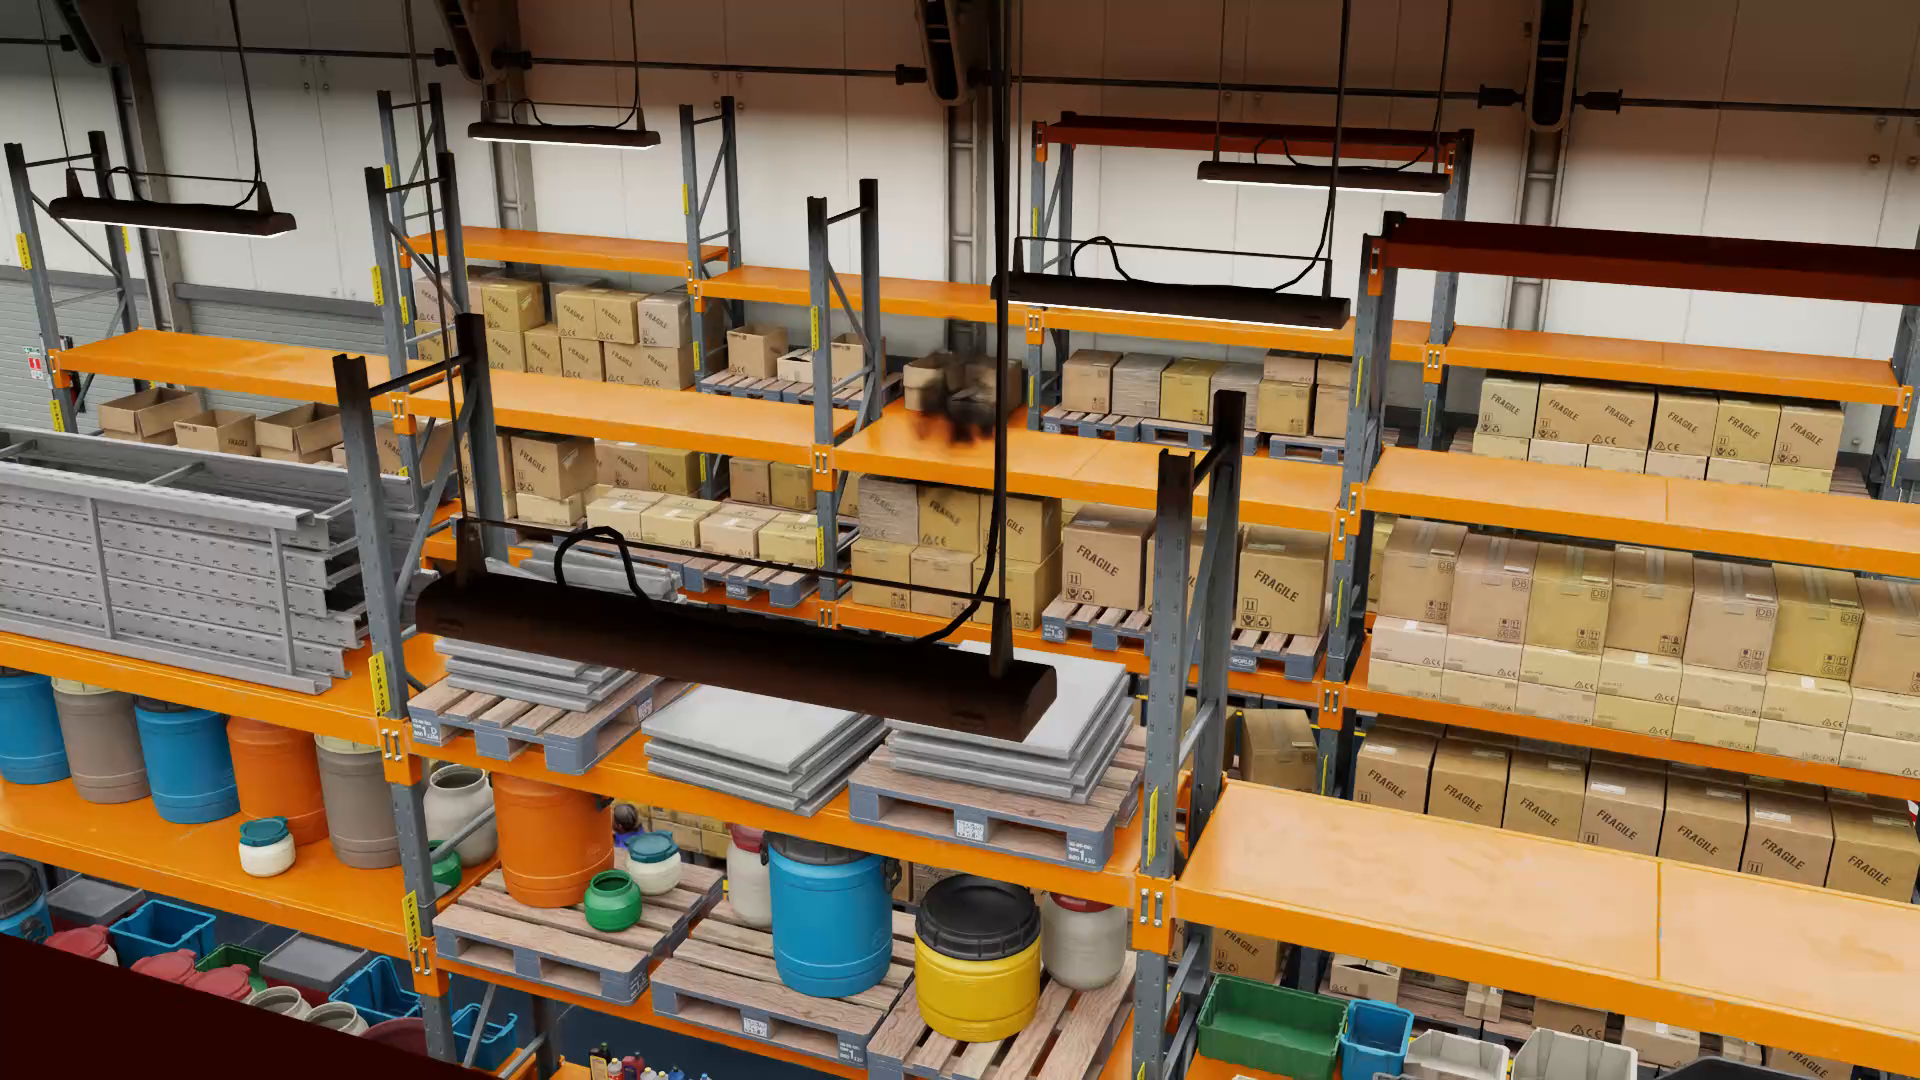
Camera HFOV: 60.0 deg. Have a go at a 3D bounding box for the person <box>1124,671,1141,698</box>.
[{"bbox_3d":[1.344,1.689,14.800,0.562,1.691,0.657,7,22,17],"label":"person"}]

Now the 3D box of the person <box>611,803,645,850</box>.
[{"bbox_3d":[-2.437,2.679,12.170,0.842,1.708,0.575,5,21,13],"label":"person"}]
